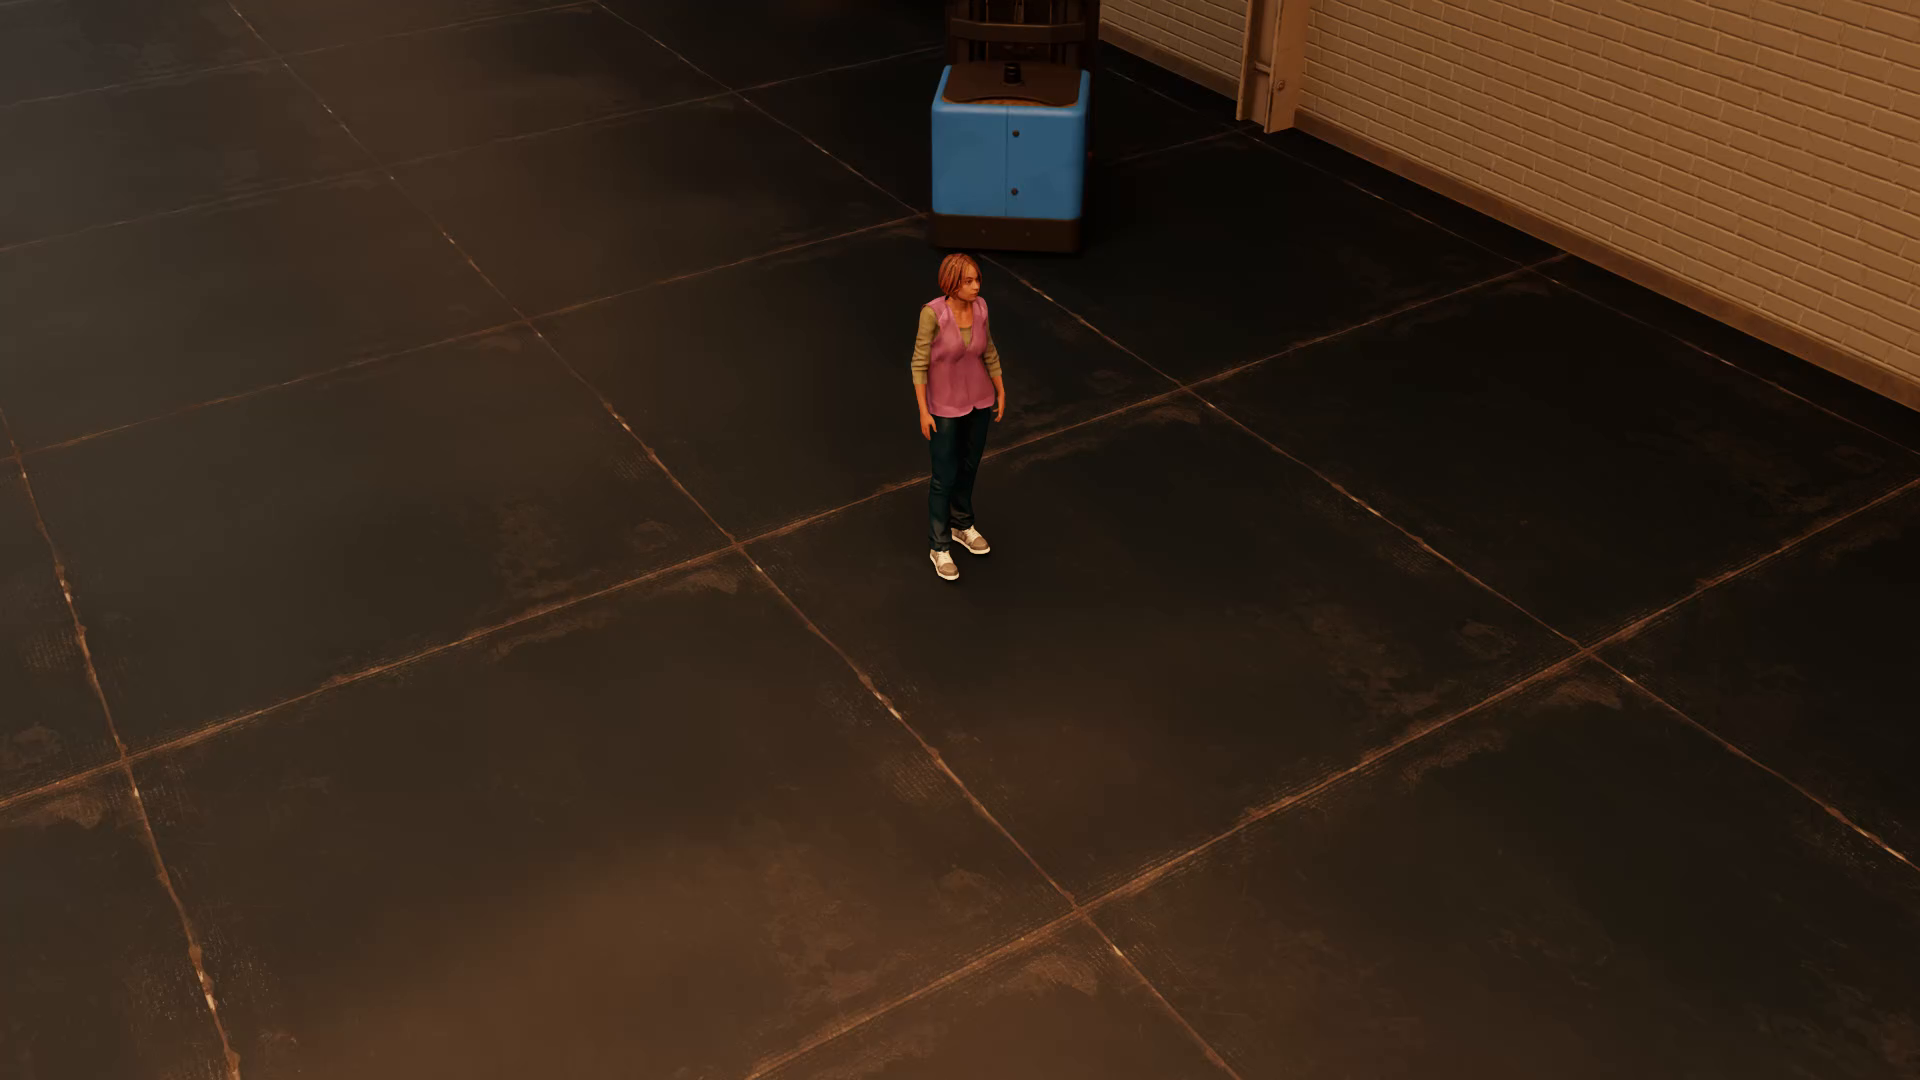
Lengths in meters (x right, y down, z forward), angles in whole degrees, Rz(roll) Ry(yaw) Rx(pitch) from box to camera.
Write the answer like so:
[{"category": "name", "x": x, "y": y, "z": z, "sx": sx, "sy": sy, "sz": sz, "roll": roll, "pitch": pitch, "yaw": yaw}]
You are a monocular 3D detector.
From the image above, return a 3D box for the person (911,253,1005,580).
[{"category": "person", "x": 0.028, "y": -0.620, "z": 8.177, "sx": 0.520, "sy": 1.597, "sz": 0.476, "roll": -21, "pitch": 40, "yaw": -27}]

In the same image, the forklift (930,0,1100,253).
[{"category": "forklift", "x": 0.467, "y": -3.992, "z": 11.829, "sx": 1.130, "sy": 2.935, "sz": 3.031, "roll": 3, "pitch": 35, "yaw": 5}]
